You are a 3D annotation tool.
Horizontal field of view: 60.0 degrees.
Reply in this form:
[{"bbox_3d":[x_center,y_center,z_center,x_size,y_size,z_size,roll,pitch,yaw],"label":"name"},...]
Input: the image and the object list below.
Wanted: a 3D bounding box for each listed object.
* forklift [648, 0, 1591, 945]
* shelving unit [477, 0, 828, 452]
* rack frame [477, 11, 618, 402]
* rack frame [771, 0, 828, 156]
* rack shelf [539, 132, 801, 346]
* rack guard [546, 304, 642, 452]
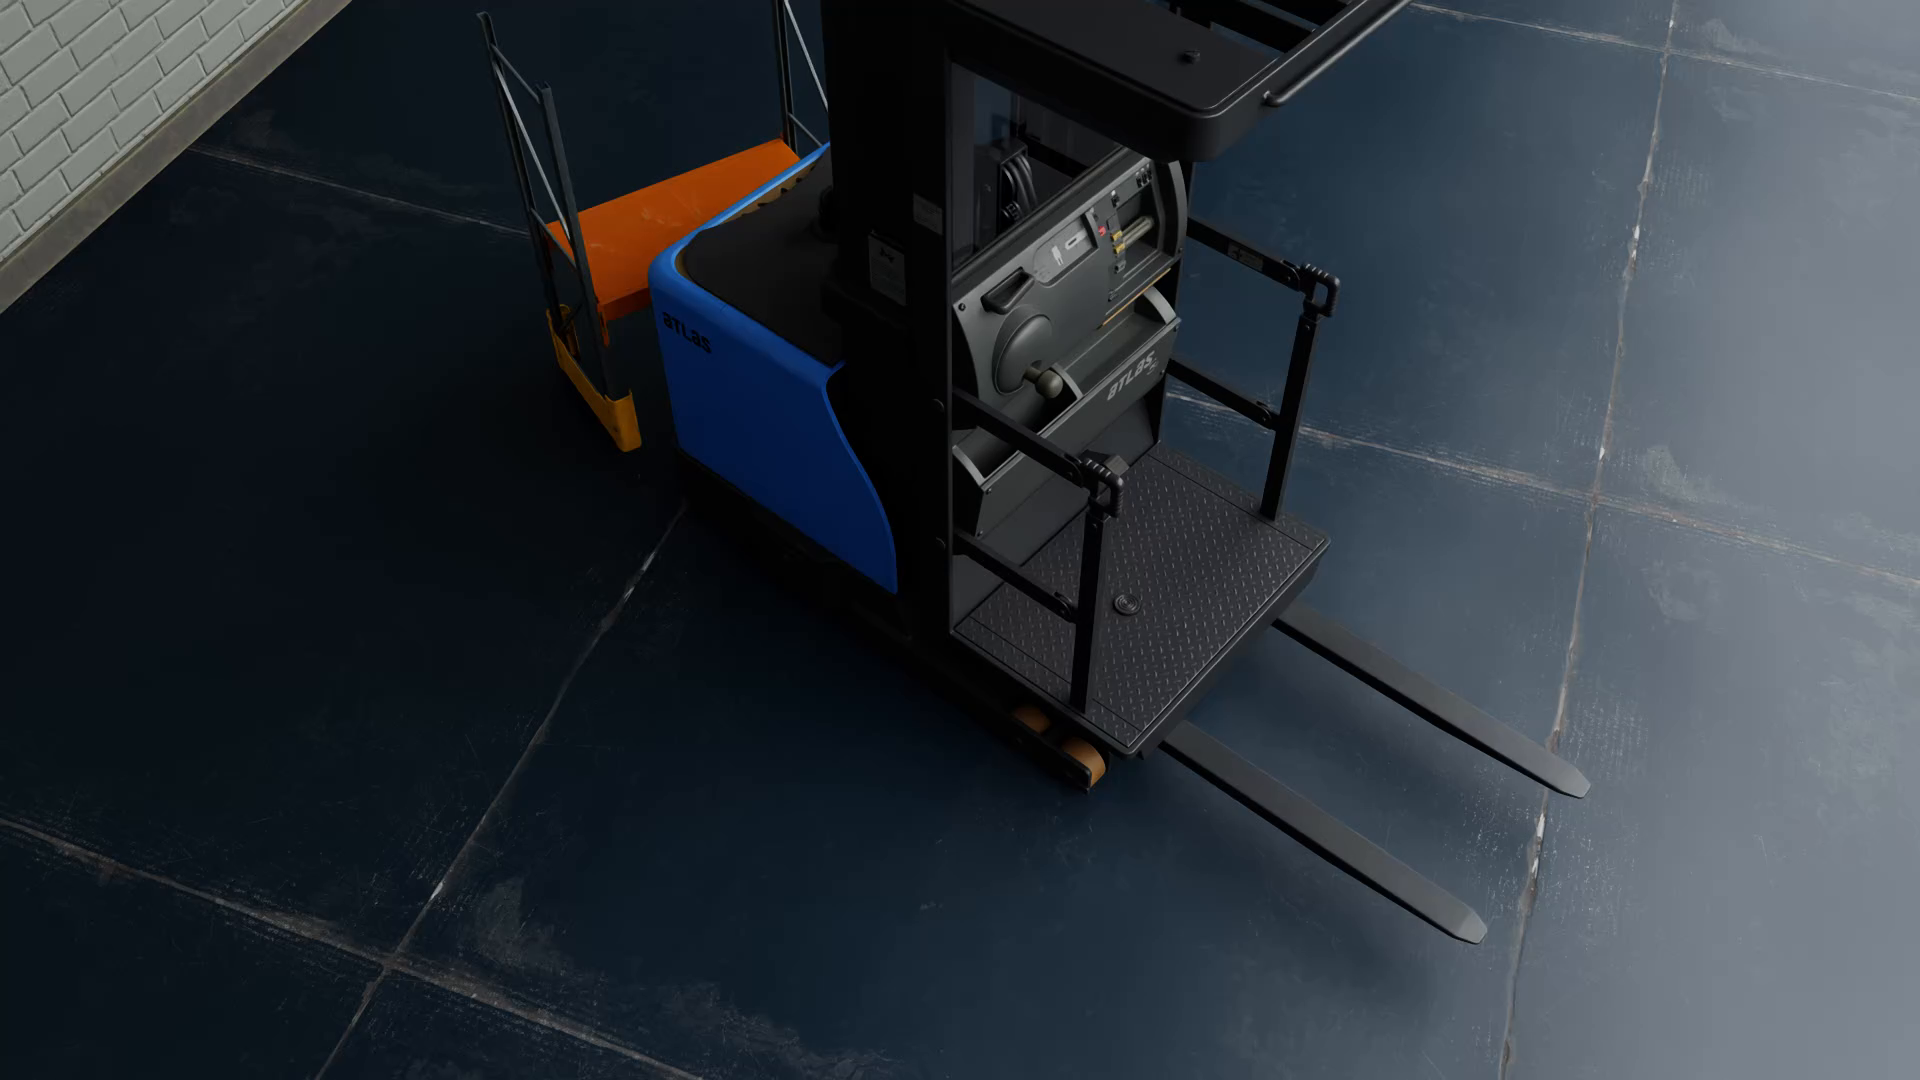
[{"bbox_3d":[0.472,-0.653,4.377,3.031,2.935,1.130,33,57,25],"label":"forklift"},{"bbox_3d":[-0.927,-1.212,5.808,1.083,1.500,0.587,-26,54,-21],"label":"shelving unit"},{"bbox_3d":[-1.361,-0.998,5.623,0.032,1.500,0.500,-26,54,-21],"label":"rack frame"},{"bbox_3d":[-0.509,-1.418,5.986,0.032,1.500,0.500,-26,54,-21],"label":"rack frame"},{"bbox_3d":[-0.935,-1.090,5.941,1.000,0.185,0.538,-26,54,-21],"label":"rack shelf"},{"bbox_3d":[-1.344,-0.597,6.102,0.087,0.250,0.587,-26,54,-21],"label":"rack guard"}]
